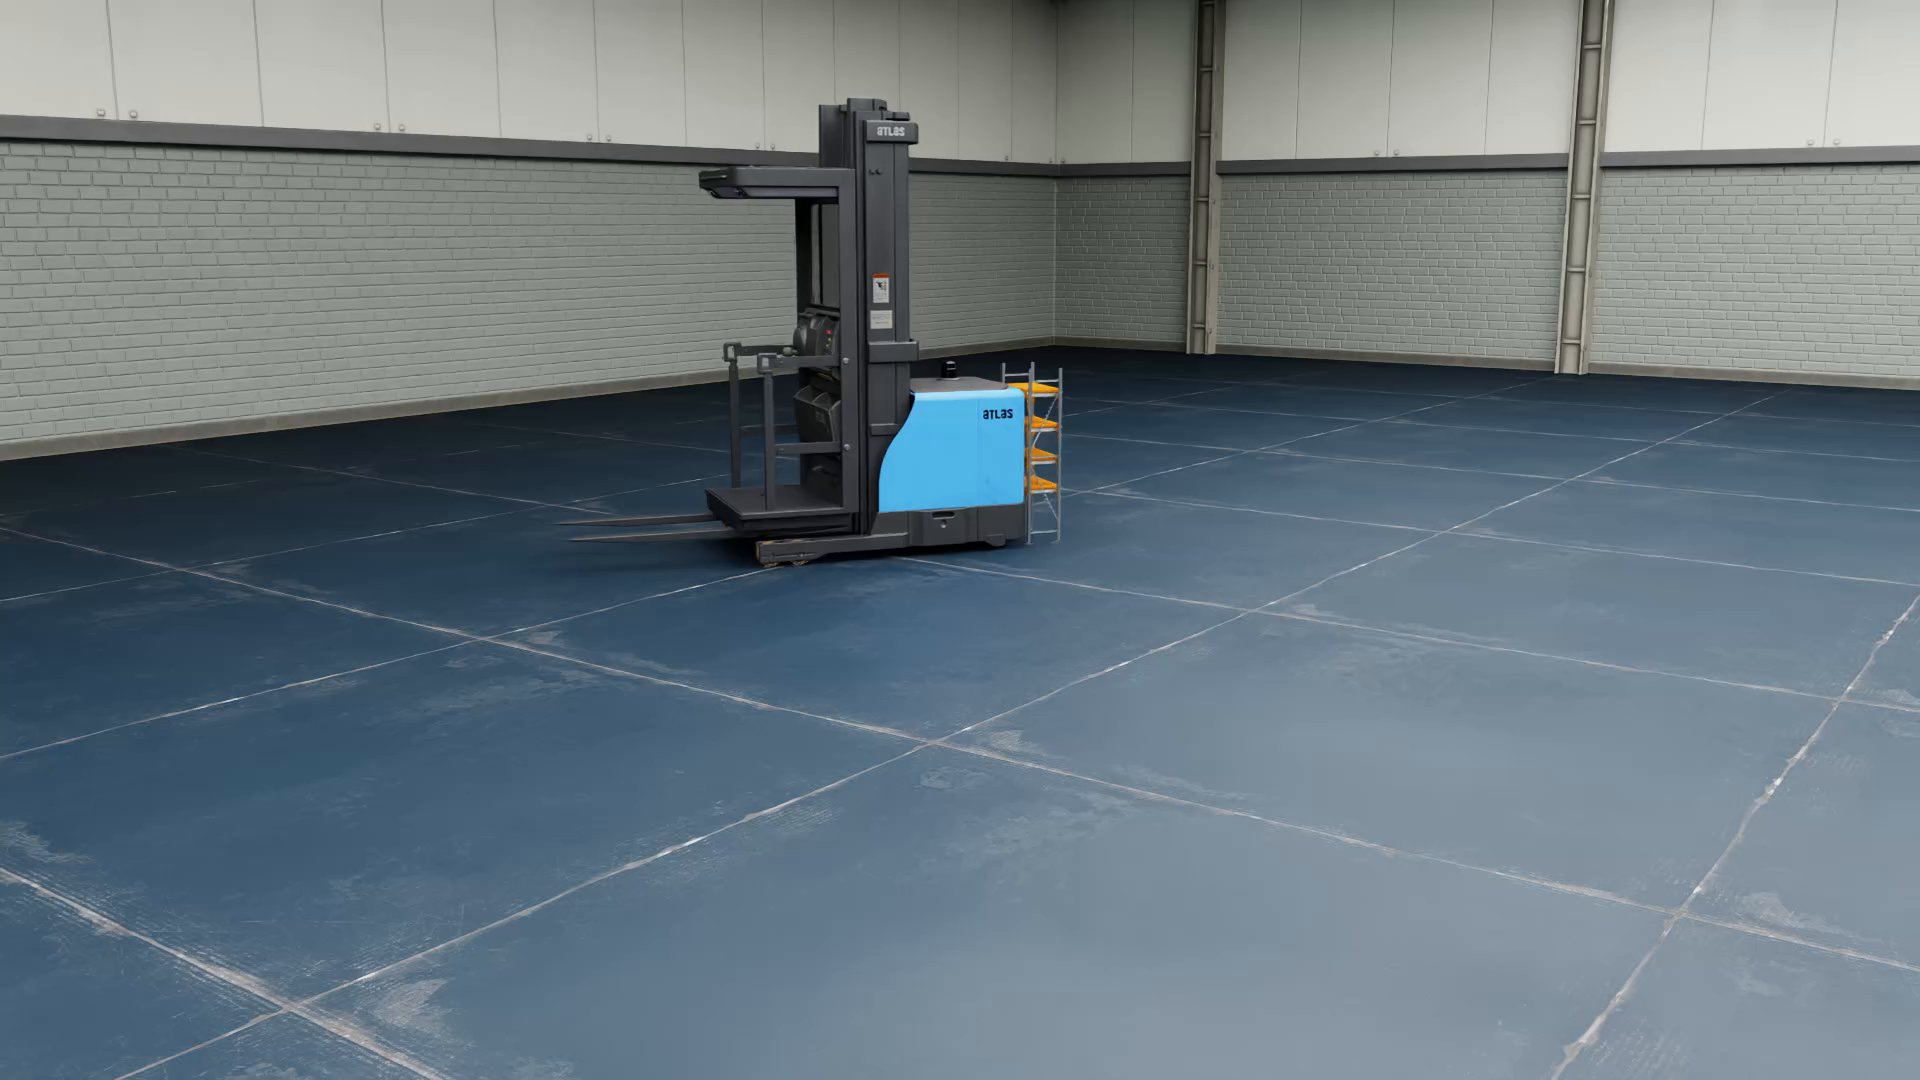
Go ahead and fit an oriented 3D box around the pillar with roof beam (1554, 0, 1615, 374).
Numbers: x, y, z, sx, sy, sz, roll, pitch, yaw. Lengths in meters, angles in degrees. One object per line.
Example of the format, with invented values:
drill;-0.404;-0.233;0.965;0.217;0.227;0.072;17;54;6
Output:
pillar with roof beam;6.272;-6.170;19.732;0.400;9.000;9.100;8;13;36

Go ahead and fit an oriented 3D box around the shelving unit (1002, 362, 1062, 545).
shelving unit;0.489;-0.607;11.510;0.258;1.200;0.503;-4;12;-20

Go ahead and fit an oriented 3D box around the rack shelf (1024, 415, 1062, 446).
rack shelf;0.490;-0.761;11.480;0.258;0.148;0.480;-4;12;-20

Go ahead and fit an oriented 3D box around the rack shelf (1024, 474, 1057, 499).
rack shelf;0.489;-0.346;11.560;0.258;0.148;0.480;-4;12;-20

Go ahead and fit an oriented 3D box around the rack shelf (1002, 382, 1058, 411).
rack shelf;0.490;-0.993;11.435;0.258;0.148;0.480;-4;12;-20

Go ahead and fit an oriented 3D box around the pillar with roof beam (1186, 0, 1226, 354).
pillar with roof beam;1.436;-6.845;23.219;0.400;9.000;9.100;8;13;36

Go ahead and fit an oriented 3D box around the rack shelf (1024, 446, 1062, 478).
rack shelf;0.489;-0.541;11.522;0.258;0.148;0.480;-4;12;-20

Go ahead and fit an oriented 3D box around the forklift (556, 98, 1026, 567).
forklift;-1.128;-1.377;10.931;3.031;2.935;1.130;-4;12;-20

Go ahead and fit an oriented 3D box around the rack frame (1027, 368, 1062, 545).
rack frame;0.573;-0.564;11.285;0.240;1.200;0.015;-4;12;-20

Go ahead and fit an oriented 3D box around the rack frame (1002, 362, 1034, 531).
rack frame;0.405;-0.651;11.734;0.240;1.200;0.015;-4;12;-20
